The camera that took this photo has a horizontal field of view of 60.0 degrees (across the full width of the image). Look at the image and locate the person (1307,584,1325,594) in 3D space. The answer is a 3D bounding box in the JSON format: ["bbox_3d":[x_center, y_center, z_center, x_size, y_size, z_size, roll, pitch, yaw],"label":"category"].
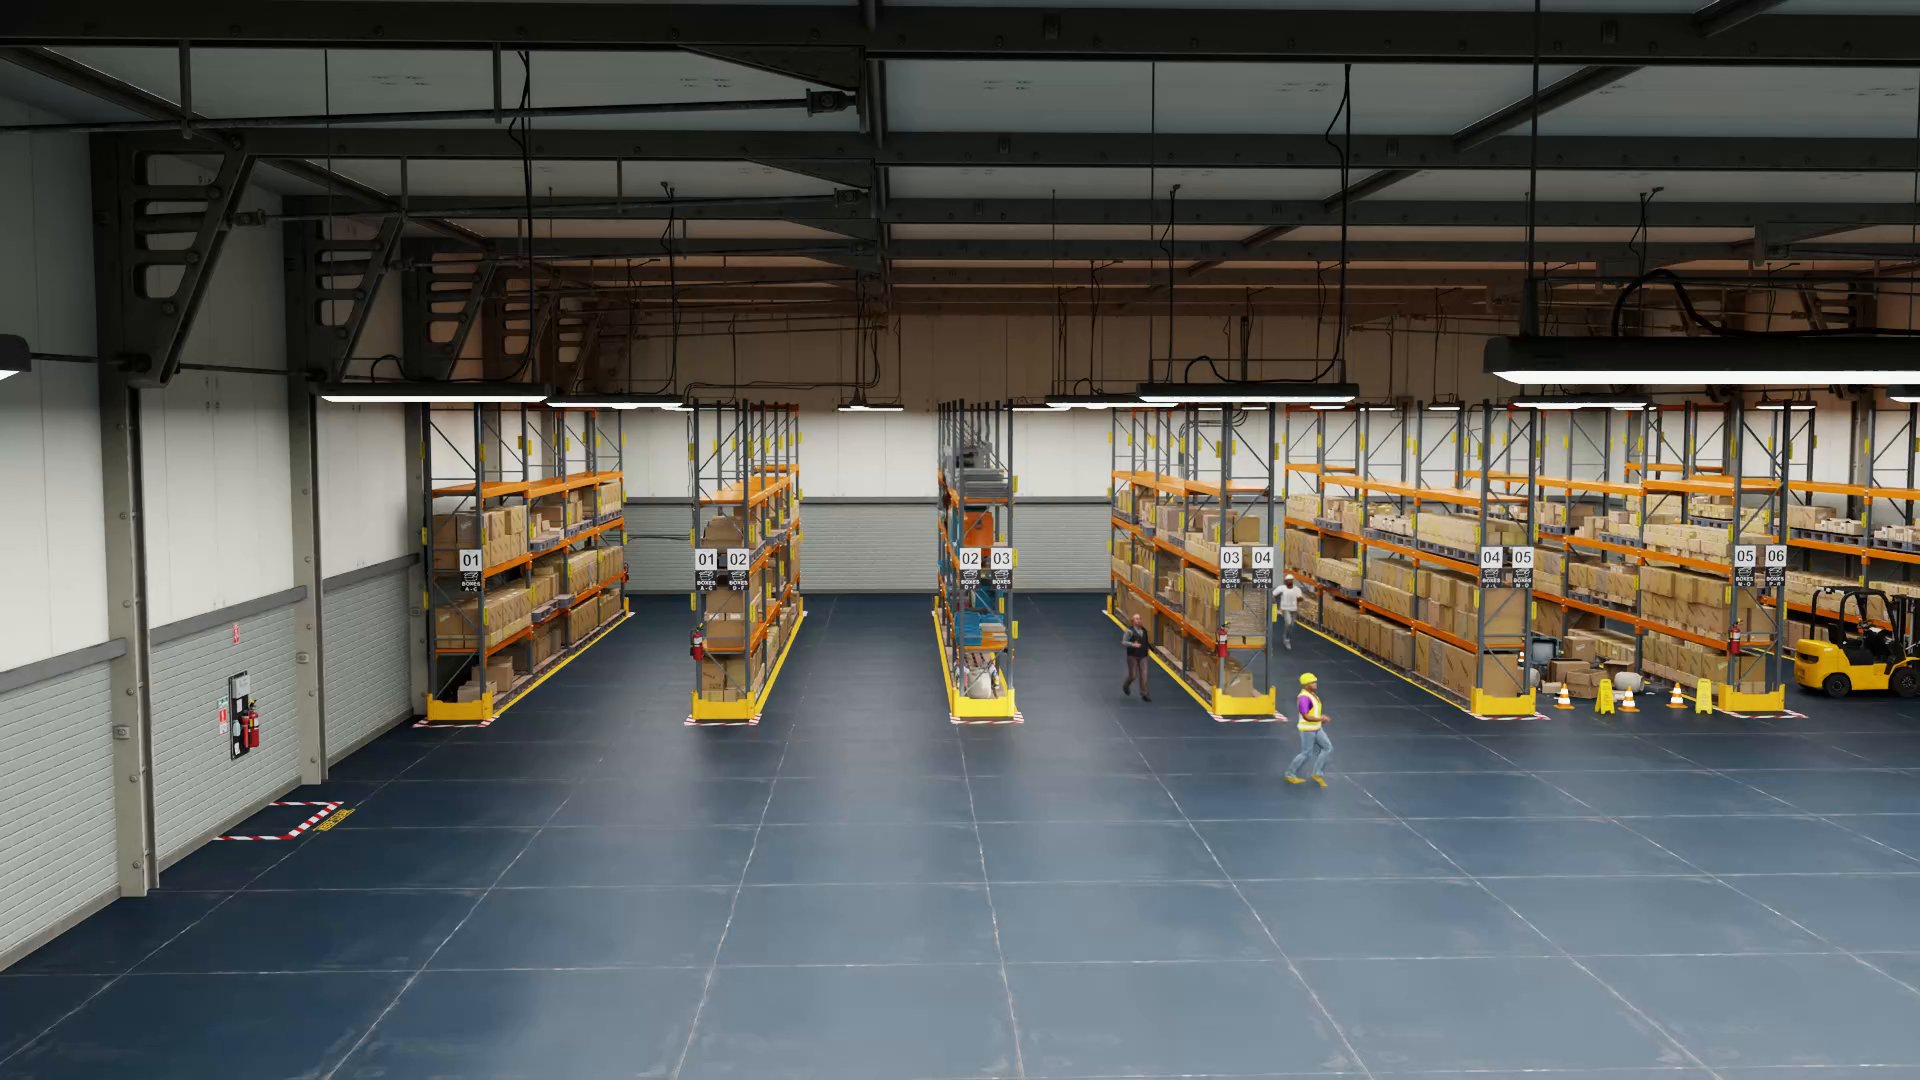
[{"bbox_3d":[10.548,1.133,49.061,0.602,1.737,0.655,-1,4,-8],"label":"person"}]

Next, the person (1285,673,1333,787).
[{"bbox_3d":[5.378,2.927,25.537,0.734,1.790,0.707,2,5,27],"label":"person"}]

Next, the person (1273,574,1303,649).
[{"bbox_3d":[8.060,1.748,40.752,0.669,1.828,0.766,-1,4,-15],"label":"person"}]

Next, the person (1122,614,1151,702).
[{"bbox_3d":[3.529,2.323,33.039,0.663,1.690,0.990,-2,5,-20],"label":"person"}]
